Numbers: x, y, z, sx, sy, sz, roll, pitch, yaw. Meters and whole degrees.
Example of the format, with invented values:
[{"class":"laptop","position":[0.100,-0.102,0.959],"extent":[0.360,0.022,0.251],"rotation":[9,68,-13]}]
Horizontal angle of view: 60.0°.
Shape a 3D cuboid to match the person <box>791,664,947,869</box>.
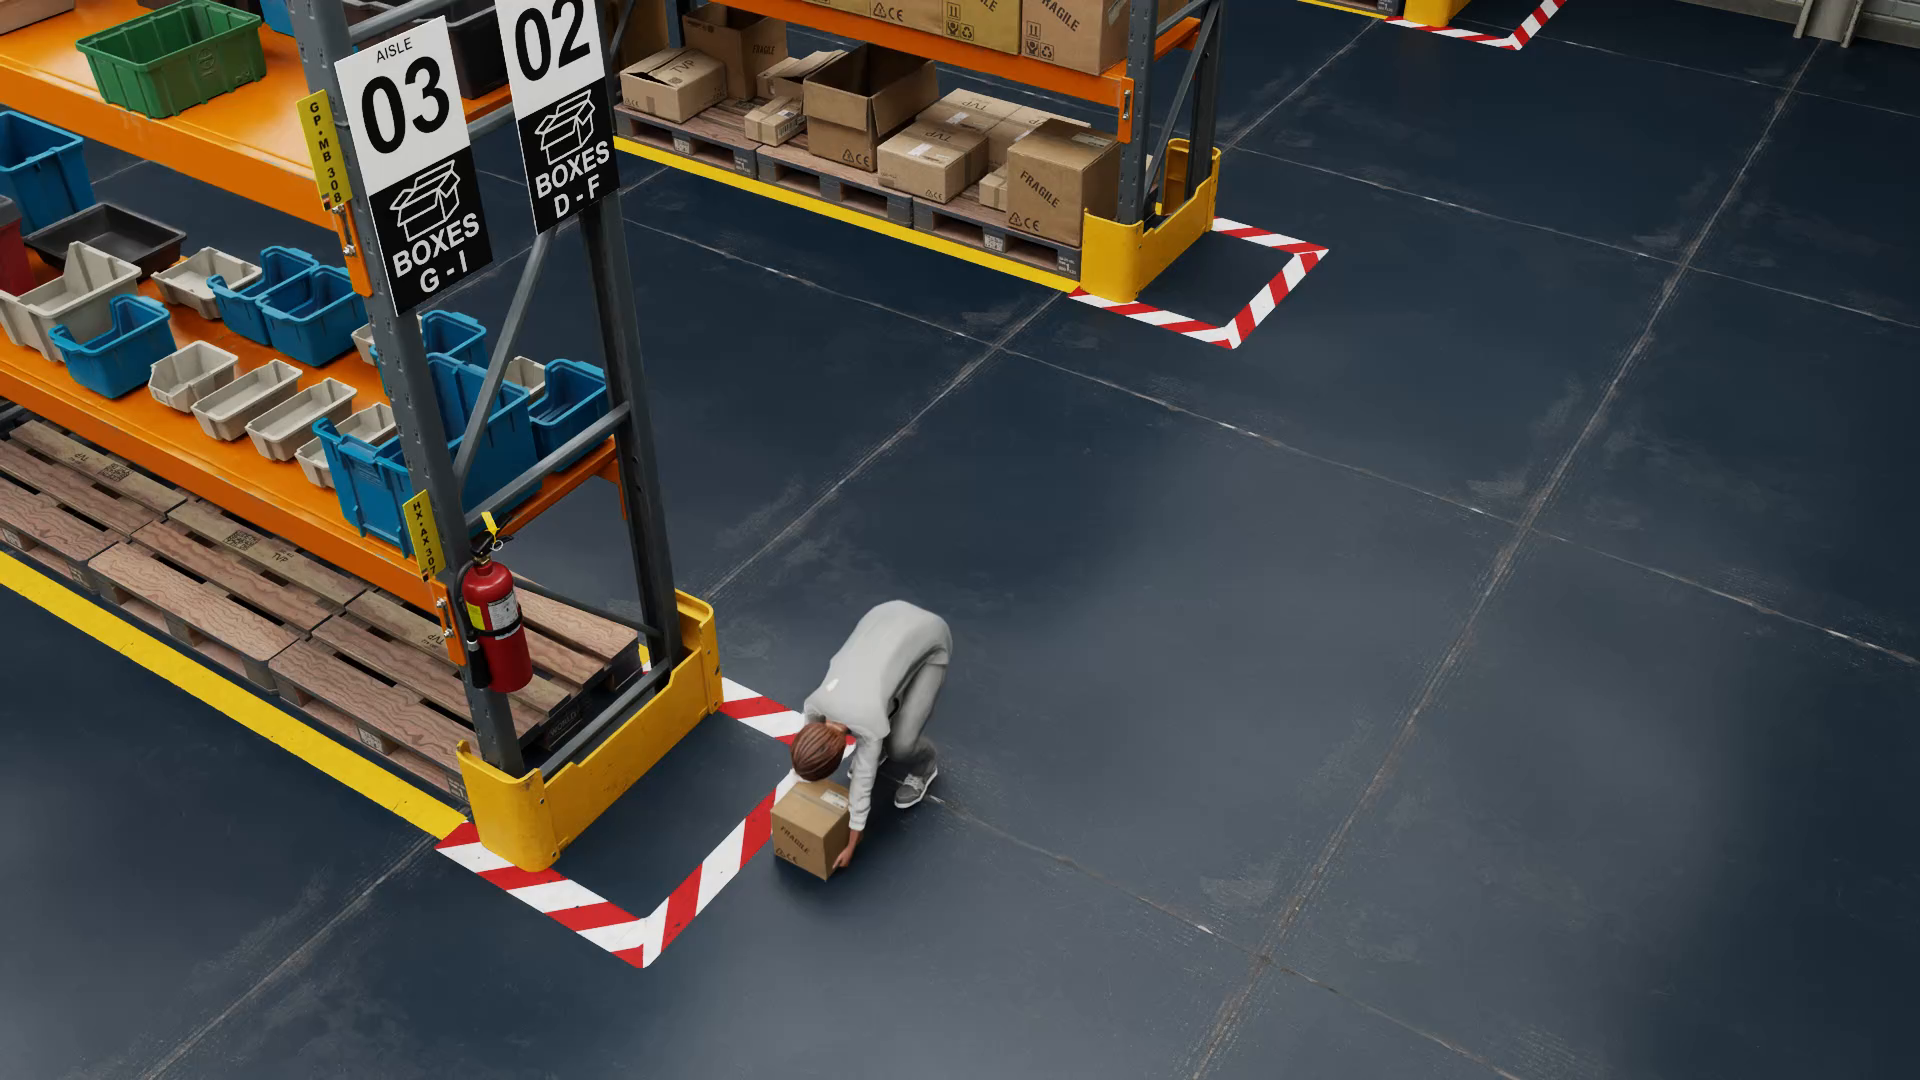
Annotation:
[{"class":"person","position":[-0.354,0.753,6.425],"extent":[0.431,0.753,0.826],"rotation":[23,44,26]}]
